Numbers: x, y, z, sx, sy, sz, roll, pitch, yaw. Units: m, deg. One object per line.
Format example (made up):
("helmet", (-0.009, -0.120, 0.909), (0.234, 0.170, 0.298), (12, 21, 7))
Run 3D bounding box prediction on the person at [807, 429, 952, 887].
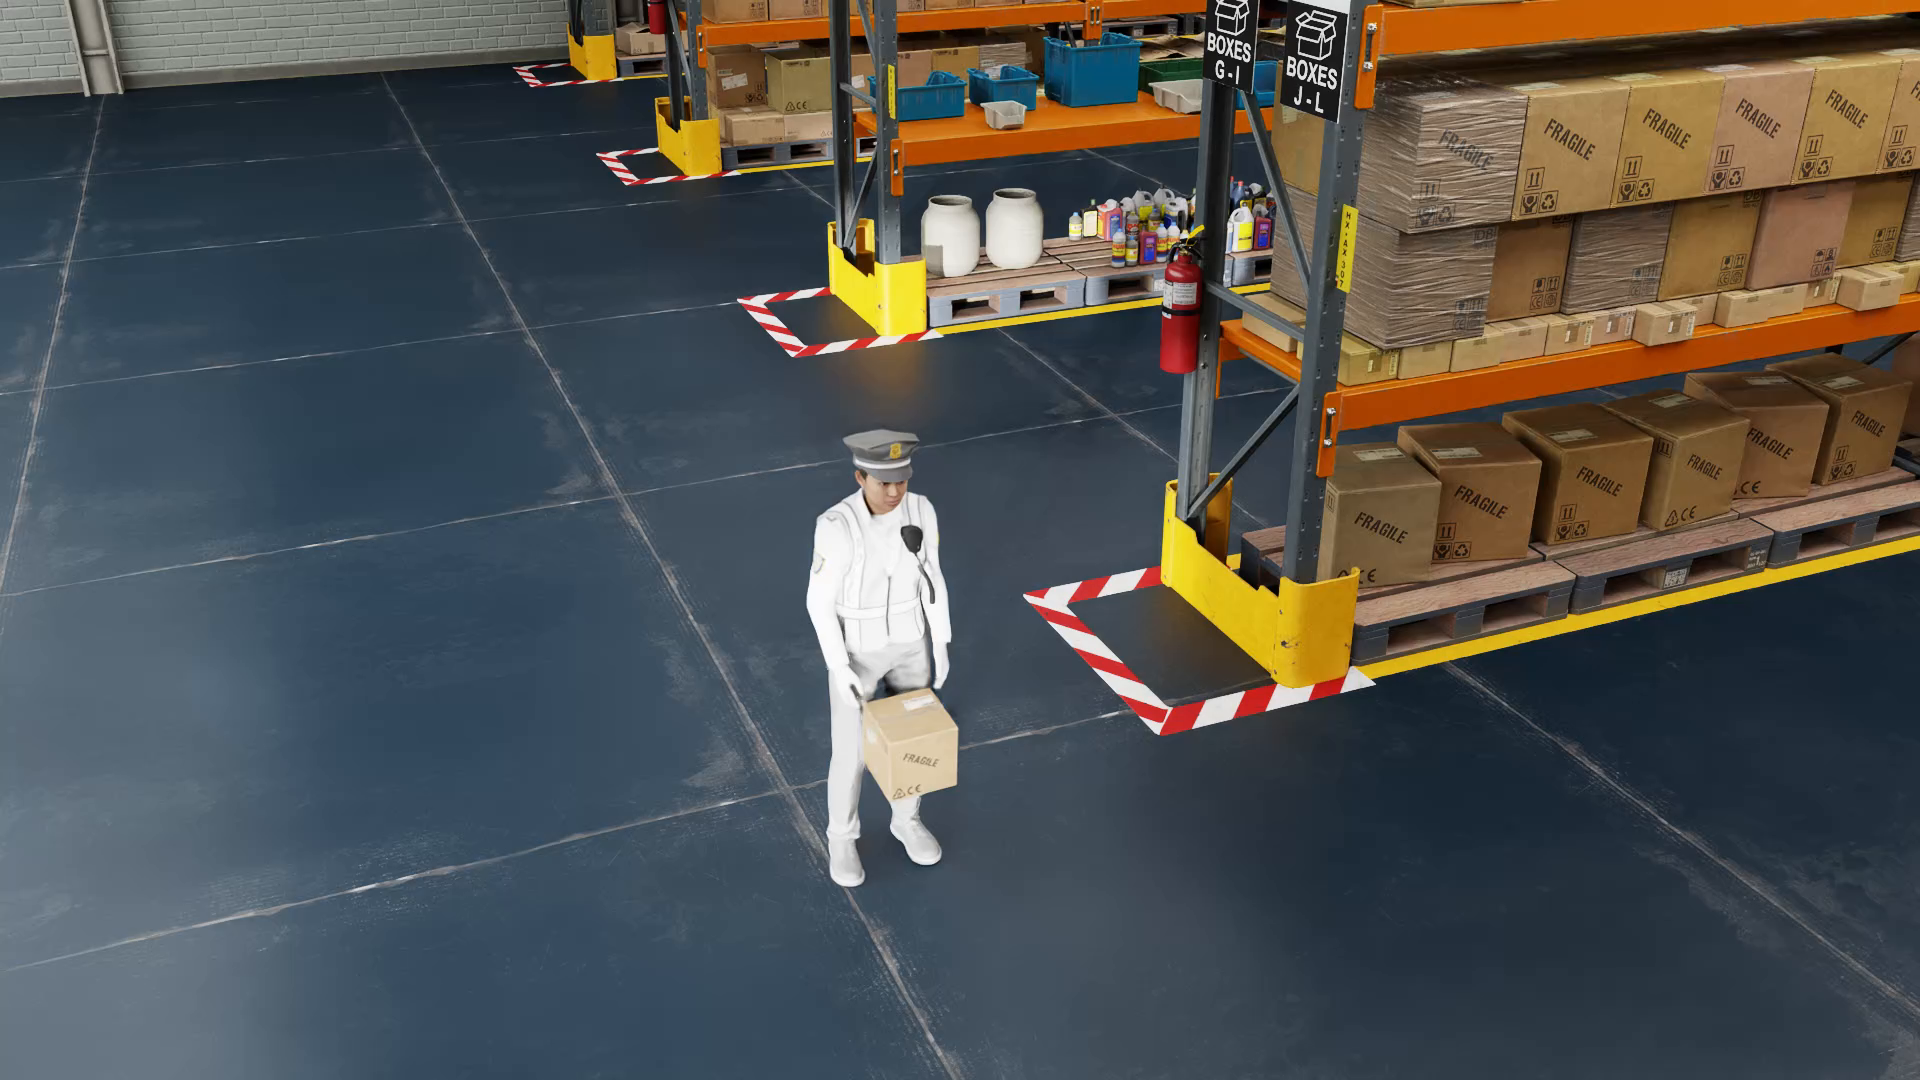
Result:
("person", (-0.274, 0.390, 5.798), (0.505, 1.676, 0.360), (-11, 28, -22))
